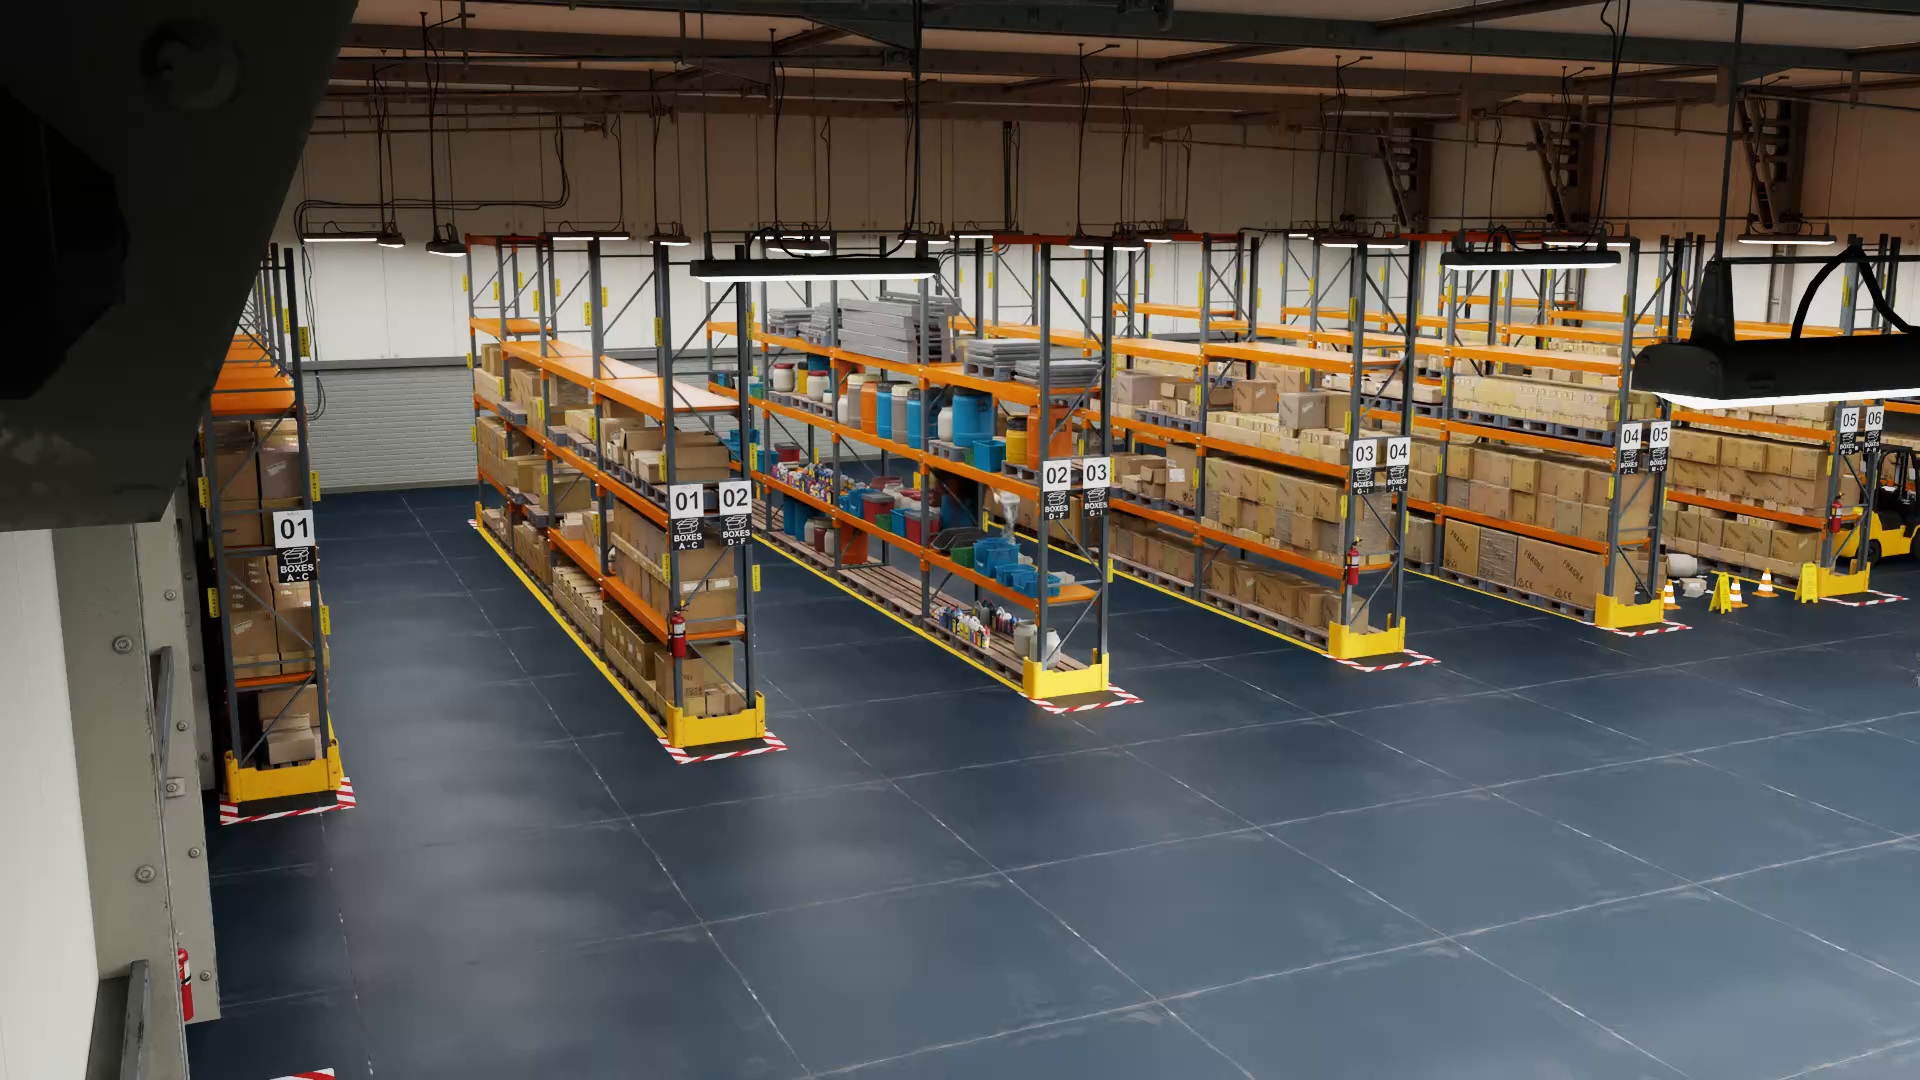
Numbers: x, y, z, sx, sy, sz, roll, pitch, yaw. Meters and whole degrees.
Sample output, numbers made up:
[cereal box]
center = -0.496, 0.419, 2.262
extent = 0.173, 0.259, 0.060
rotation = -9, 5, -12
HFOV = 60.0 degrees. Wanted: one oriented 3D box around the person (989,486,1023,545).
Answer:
[person]
center = 0.957, -0.716, 32.135
extent = 0.705, 1.786, 0.886
rotation = -5, 12, -26
